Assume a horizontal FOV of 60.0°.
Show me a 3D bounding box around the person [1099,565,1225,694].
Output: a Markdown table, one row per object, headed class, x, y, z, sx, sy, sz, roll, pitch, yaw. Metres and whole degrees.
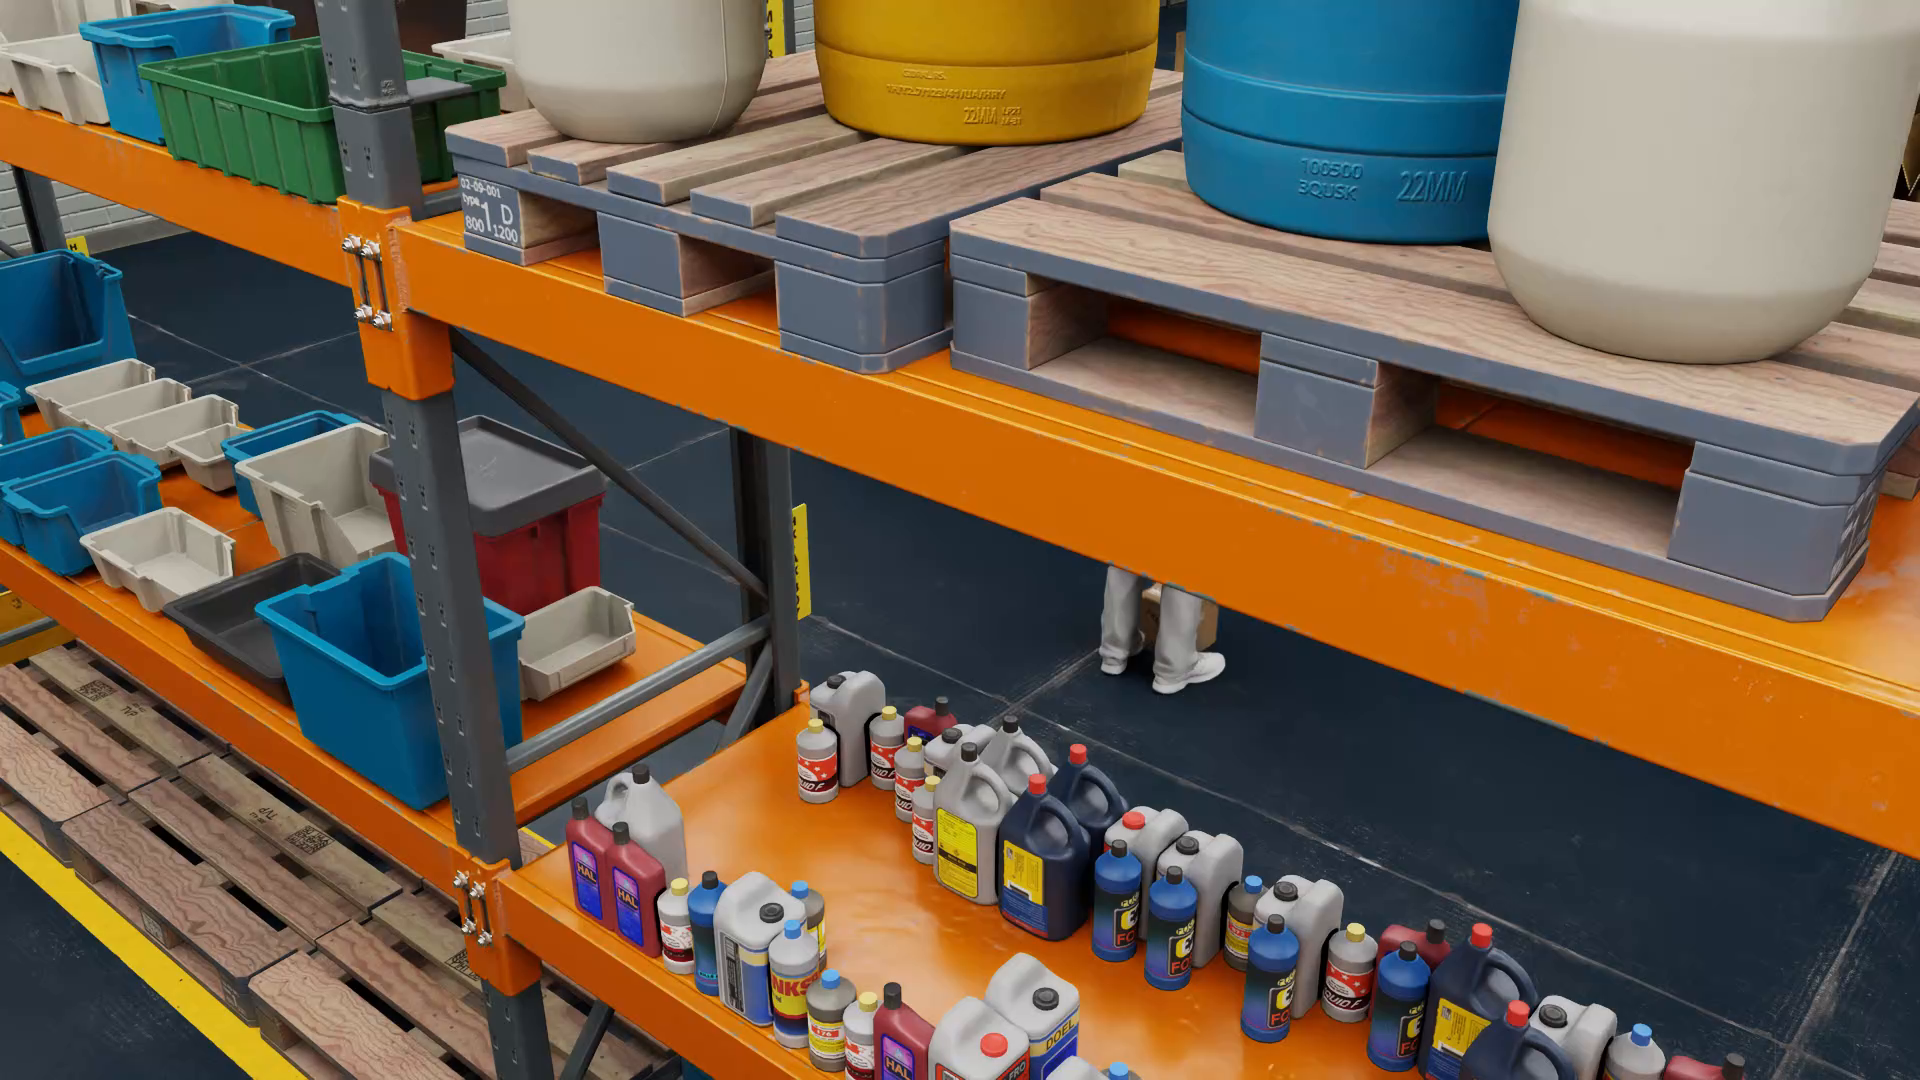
| class | x | y | z | sx | sy | sz | roll | pitch | yaw |
| --- | --- | --- | --- | --- | --- | --- | --- | --- | --- |
| person | 0.782 | -0.198 | 6.657 | 0.633 | 1.654 | 0.427 | 19 | 33 | 33 |
